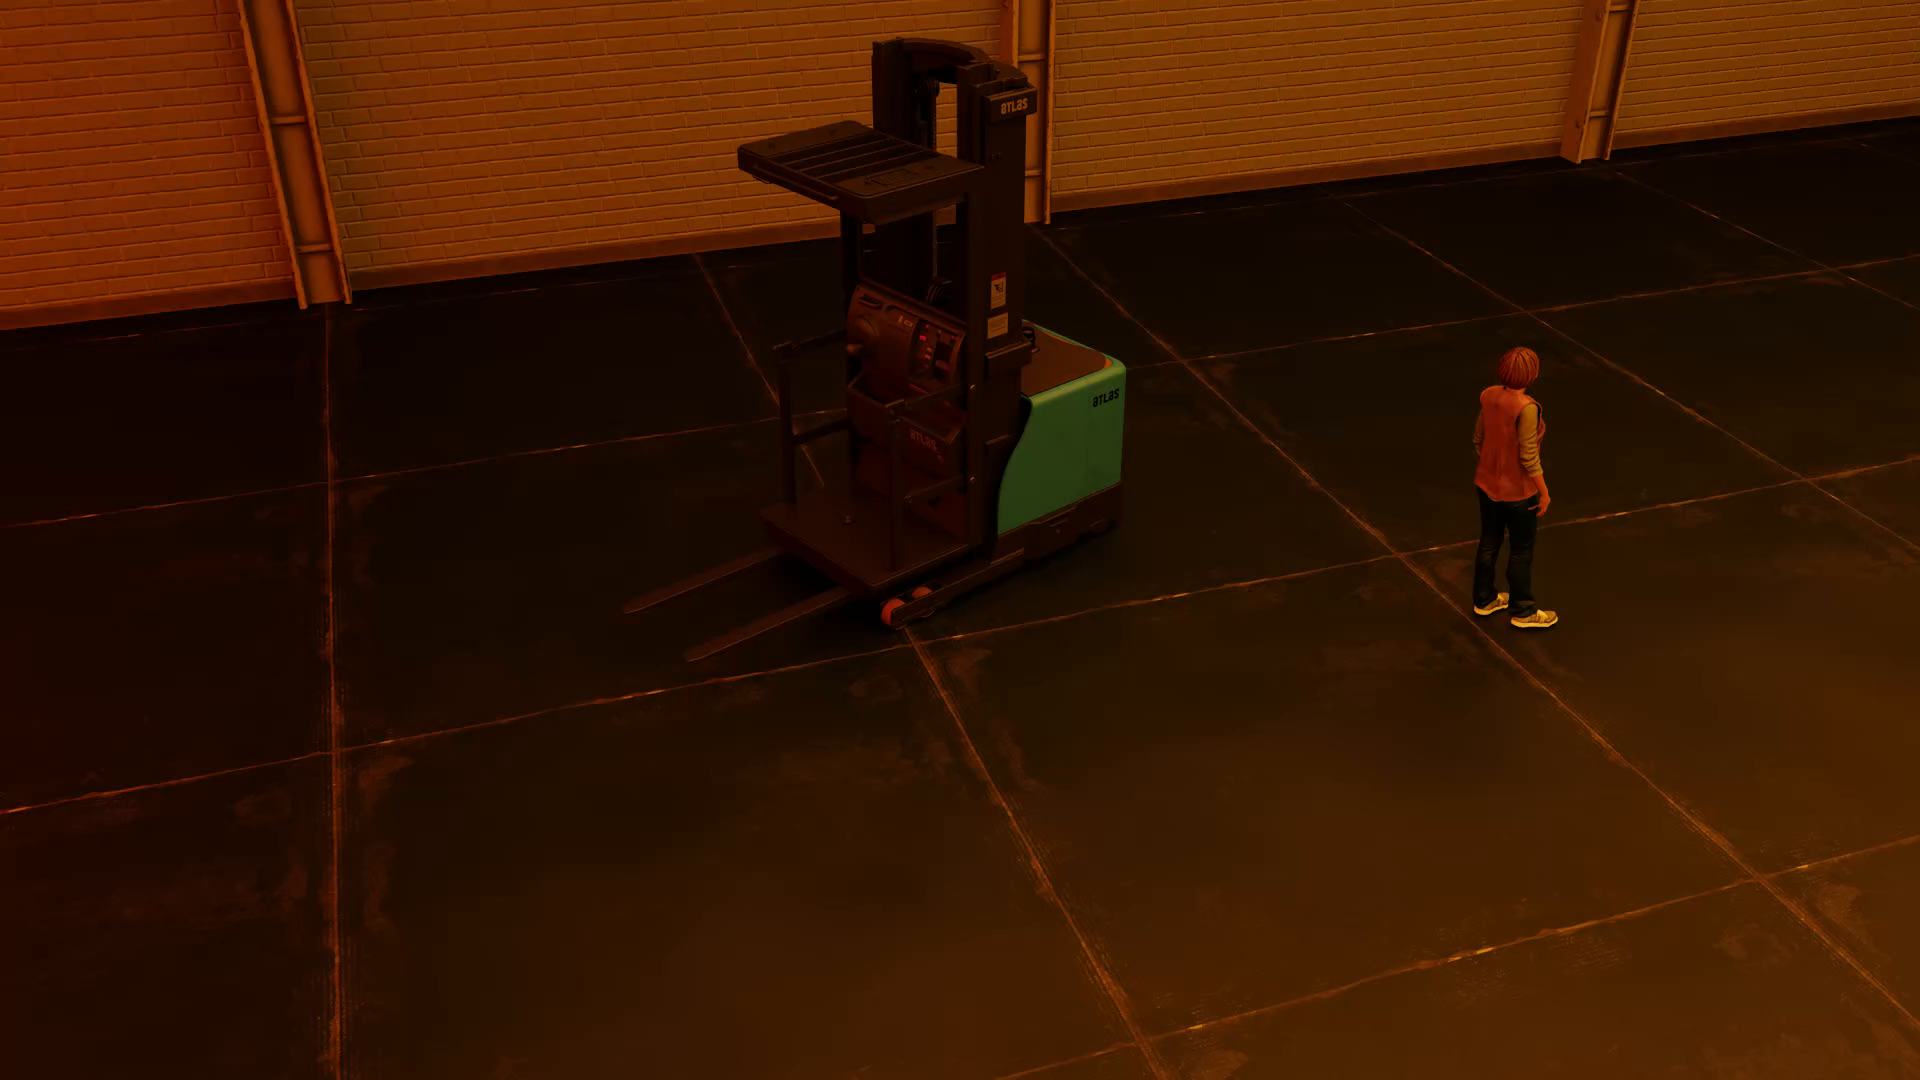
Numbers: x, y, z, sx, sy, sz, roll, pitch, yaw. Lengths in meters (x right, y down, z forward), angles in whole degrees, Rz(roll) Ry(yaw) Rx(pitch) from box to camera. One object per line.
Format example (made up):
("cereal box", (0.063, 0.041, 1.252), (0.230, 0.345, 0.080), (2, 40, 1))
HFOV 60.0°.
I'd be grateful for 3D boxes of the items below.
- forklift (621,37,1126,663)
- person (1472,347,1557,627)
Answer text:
("forklift", (-0.461, -1.072, 8.951), (3.031, 2.935, 1.130), (-23, 37, -34))
("person", (3.000, -0.294, 8.922), (0.474, 1.597, 0.522), (-13, 32, -21))
